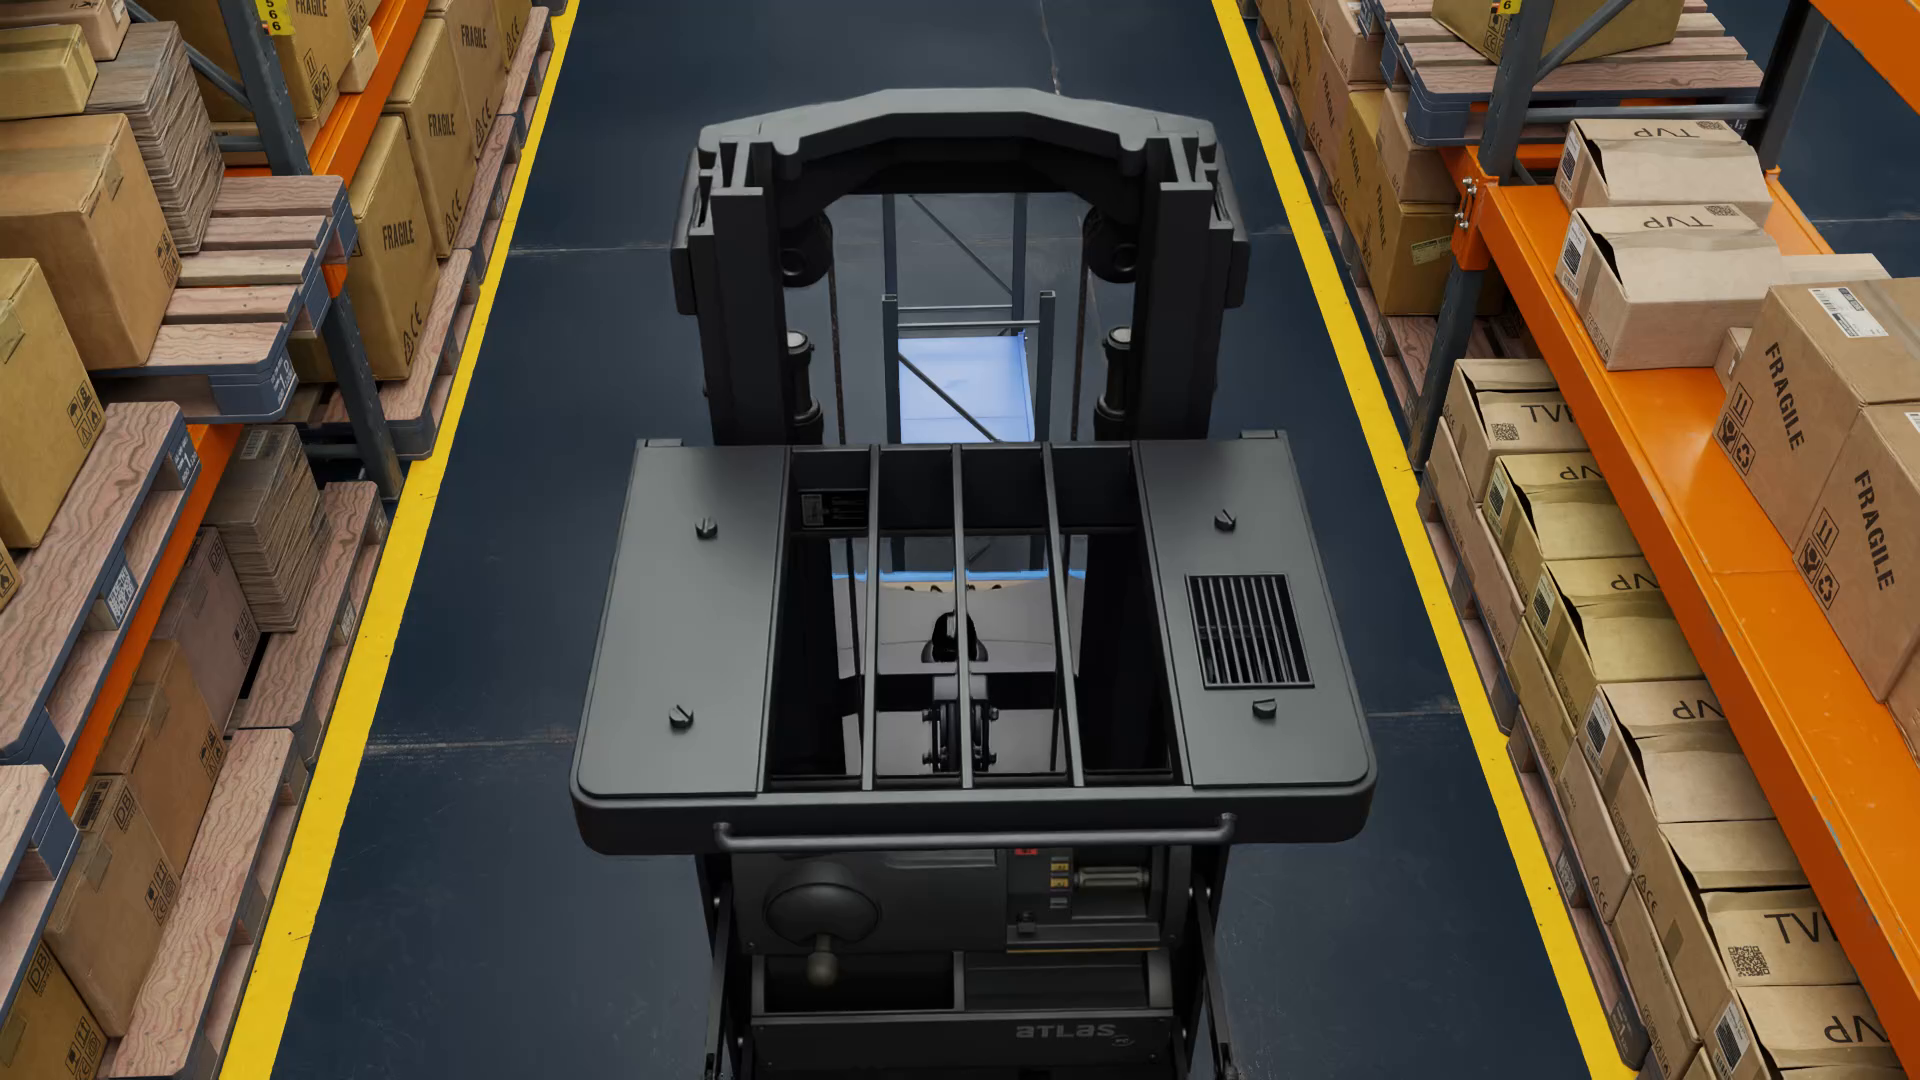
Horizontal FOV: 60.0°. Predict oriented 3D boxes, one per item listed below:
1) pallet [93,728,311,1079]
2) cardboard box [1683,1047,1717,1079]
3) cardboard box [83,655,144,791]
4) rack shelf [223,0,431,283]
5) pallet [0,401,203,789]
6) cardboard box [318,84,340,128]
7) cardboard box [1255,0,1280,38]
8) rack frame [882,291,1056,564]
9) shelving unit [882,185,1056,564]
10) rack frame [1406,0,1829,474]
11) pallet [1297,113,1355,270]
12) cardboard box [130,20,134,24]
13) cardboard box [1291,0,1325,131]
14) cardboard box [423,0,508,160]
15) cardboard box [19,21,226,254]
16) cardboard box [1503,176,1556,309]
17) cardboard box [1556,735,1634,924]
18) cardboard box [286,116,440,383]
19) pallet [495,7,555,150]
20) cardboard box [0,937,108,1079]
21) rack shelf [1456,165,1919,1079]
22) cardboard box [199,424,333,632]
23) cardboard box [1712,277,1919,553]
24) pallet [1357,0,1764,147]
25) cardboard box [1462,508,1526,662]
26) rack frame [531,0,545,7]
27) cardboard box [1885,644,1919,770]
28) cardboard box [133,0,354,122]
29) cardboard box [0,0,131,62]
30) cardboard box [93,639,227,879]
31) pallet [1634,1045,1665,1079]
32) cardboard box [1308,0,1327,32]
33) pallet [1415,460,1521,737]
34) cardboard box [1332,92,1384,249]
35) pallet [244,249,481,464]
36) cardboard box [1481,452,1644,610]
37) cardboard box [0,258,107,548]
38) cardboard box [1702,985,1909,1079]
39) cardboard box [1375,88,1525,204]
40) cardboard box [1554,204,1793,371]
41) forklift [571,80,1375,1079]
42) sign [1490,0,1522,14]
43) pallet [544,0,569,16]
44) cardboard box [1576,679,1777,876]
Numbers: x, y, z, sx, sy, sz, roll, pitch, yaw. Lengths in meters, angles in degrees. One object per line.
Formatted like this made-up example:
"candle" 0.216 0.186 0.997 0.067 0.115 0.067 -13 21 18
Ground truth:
"pallet" -2.587 1.098 4.896 1.003 0.211 1.213 -2 43 -2
"cardboard box" 2.124 1.522 4.093 0.500 0.250 0.500 -2 43 -2
"cardboard box" -2.597 0.422 4.539 0.500 0.250 0.500 -2 43 -2
"rack shelf" -2.753 -2.364 7.141 1.077 0.370 4.000 -2 43 -2
"pallet" -2.543 0.127 4.033 1.003 0.211 1.213 -2 43 -2
"cardboard box" -2.452 -1.593 5.939 0.380 0.149 0.250 -1 43 -1
"cardboard box" 1.888 -3.031 8.861 0.500 0.500 0.500 -3 43 -4
"rack frame" 0.025 -0.152 5.306 0.500 1.500 0.032 -2 43 -2
"shelving unit" 0.004 -0.495 5.680 0.538 1.500 1.048 -2 43 -2
"rack frame" 2.281 -1.424 5.583 1.000 3.000 0.127 -2 43 -2
"pallet" 2.239 -1.722 7.973 1.003 0.211 1.213 -2 43 -2
"cardboard box" -2.951 -1.744 5.624 0.500 0.500 0.500 -1 43 -2
"cardboard box" 1.936 -2.334 8.100 0.500 0.500 0.500 -1 43 -1
"cardboard box" -2.639 -2.307 7.827 0.750 0.750 0.750 0 43 0
"cardboard box" -2.638 -1.161 4.897 0.700 0.500 0.500 -6 43 -7
"cardboard box" 2.520 -1.333 7.009 0.500 0.500 0.500 -3 43 -3
"cardboard box" 2.082 0.834 4.845 0.500 0.250 0.500 -1 43 -1
"cardboard box" -2.568 -1.141 6.556 0.750 0.750 0.750 -2 43 -2
"pallet" -2.730 -2.433 8.748 1.003 0.211 1.213 -2 43 -2
"cardboard box" -2.618 1.337 4.096 0.700 0.500 0.500 -2 43 -3
"rack shelf" 2.366 0.192 4.353 1.077 0.370 4.000 -2 43 -2
"cardboard box" -2.585 -0.035 5.593 0.700 0.500 0.500 -1 43 -1
"cardboard box" 2.369 -0.328 4.314 0.500 0.500 0.500 -4 43 -4
"pallet" 2.182 -1.808 6.145 1.213 0.211 1.003 -2 43 -2
"cardboard box" 2.032 0.137 5.605 0.500 0.250 0.500 -3 43 -3
"rack frame" -2.838 -3.979 8.371 1.000 3.000 0.127 -2 43 -2
"cardboard box" 2.412 0.365 3.557 0.500 0.500 0.500 1 43 1
"cardboard box" -2.433 -1.768 5.650 0.500 0.500 0.500 0 43 -1
"cardboard box" -2.623 -1.485 4.771 0.380 0.149 0.250 -7 43 -7
"cardboard box" -2.630 0.651 4.845 0.700 0.500 0.500 -2 43 -2
"pallet" 2.381 1.808 4.121 1.003 0.211 1.213 -2 43 -2
"cardboard box" 1.931 -2.632 7.871 0.500 0.250 0.500 -2 43 -2
"pallet" 2.277 0.161 5.918 1.003 0.211 1.213 -2 43 -2
"cardboard box" 1.985 -1.638 7.342 0.500 0.500 0.500 -3 43 -3
"pallet" -2.626 -0.785 6.951 1.003 0.211 1.213 -2 43 -2
"cardboard box" 2.041 -0.055 5.399 0.500 0.311 0.500 -3 43 -3
"cardboard box" -2.563 -0.320 3.980 0.700 0.500 0.500 -2 43 -2
"cardboard box" 2.119 1.313 3.907 0.500 0.311 0.500 -1 43 -1
"cardboard box" 2.000 -1.603 6.749 0.500 0.250 0.500 0 43 0
"cardboard box" 2.126 -0.781 4.948 0.500 0.311 0.500 -2 43 -2
"forklift" 0.010 0.770 3.241 1.130 2.935 3.031 -1 43 -1
"sign" 1.739 -1.799 5.195 0.100 0.325 0.005 -2 43 -2
"pallet" -2.792 -3.467 9.876 1.003 0.211 1.213 -2 43 -2
"cardboard box" 2.083 0.636 4.645 0.500 0.311 0.500 -2 43 -2
